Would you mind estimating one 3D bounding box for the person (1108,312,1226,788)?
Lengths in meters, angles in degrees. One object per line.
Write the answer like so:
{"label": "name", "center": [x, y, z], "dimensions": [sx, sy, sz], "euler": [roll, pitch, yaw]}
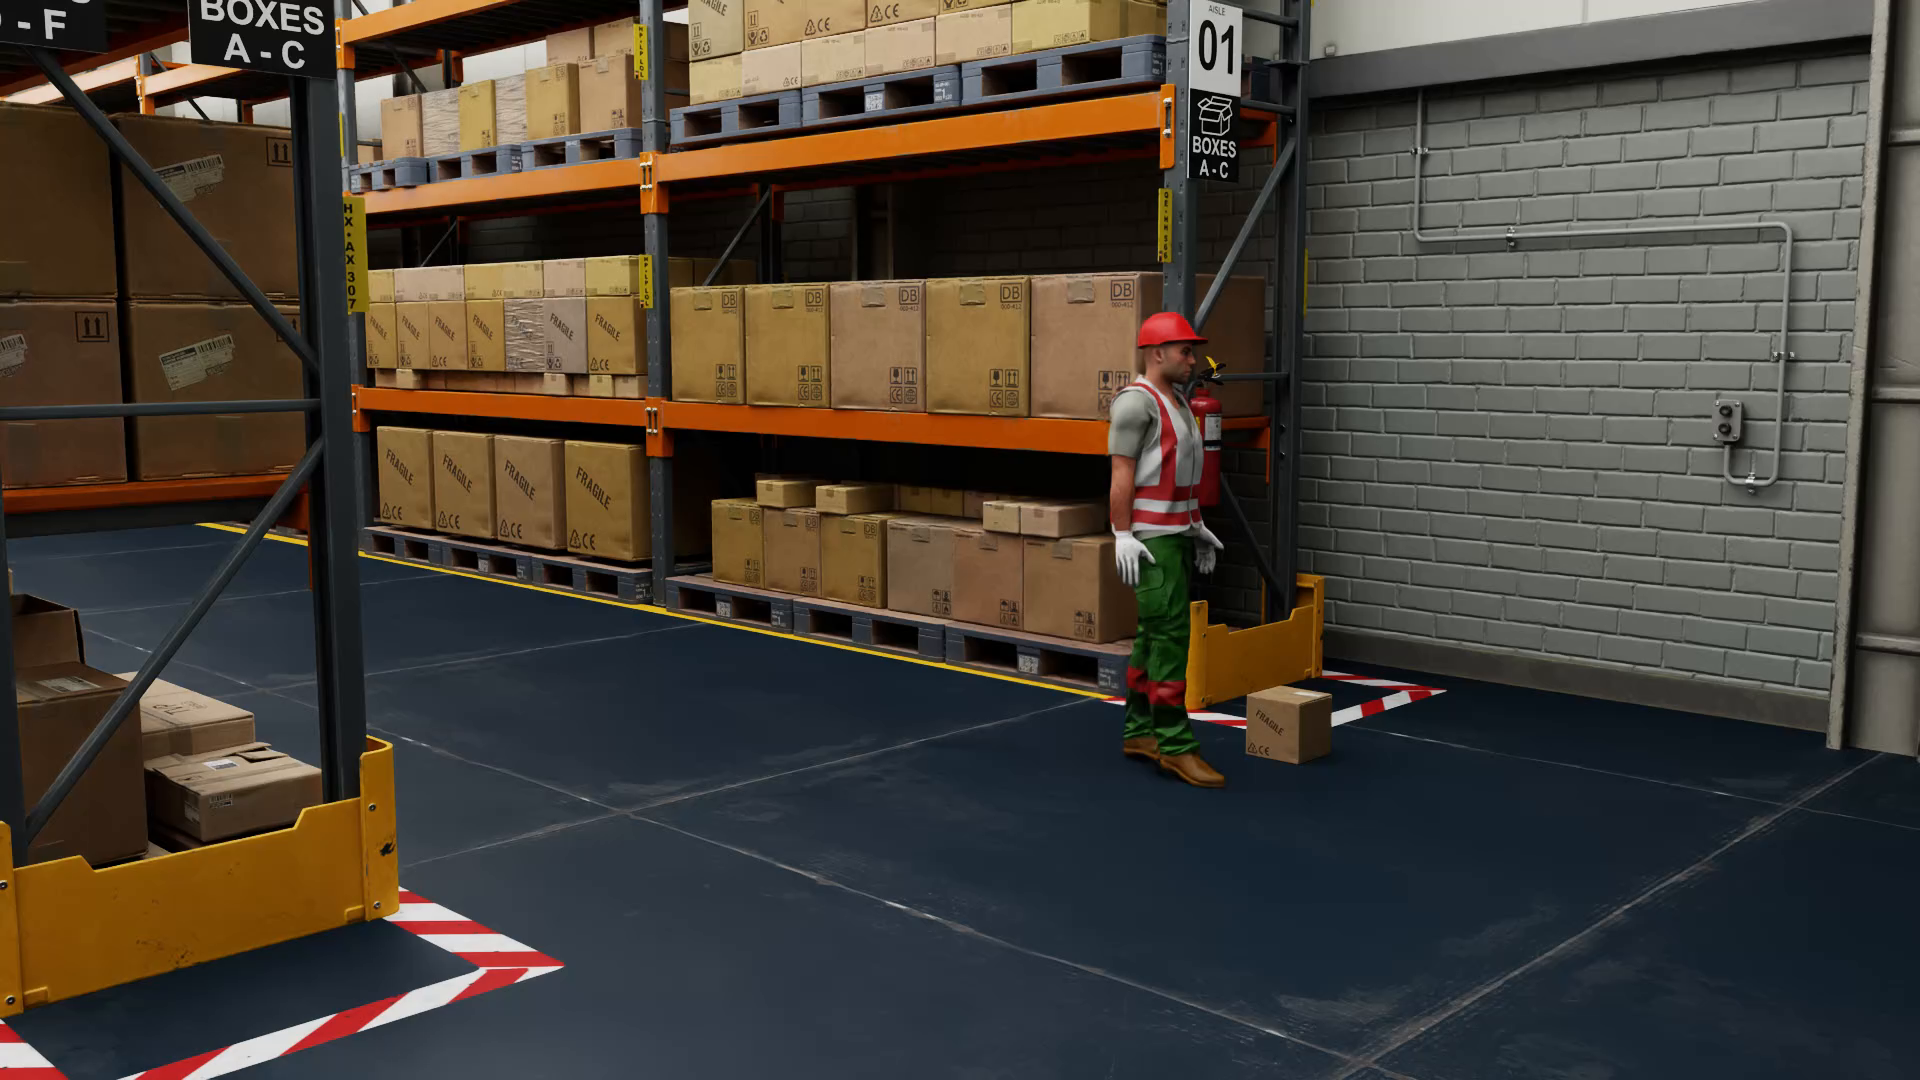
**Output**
{"label": "person", "center": [0.877, 0.009, 6.538], "dimensions": [0.560, 1.799, 0.560], "euler": [4, 8, 30]}
